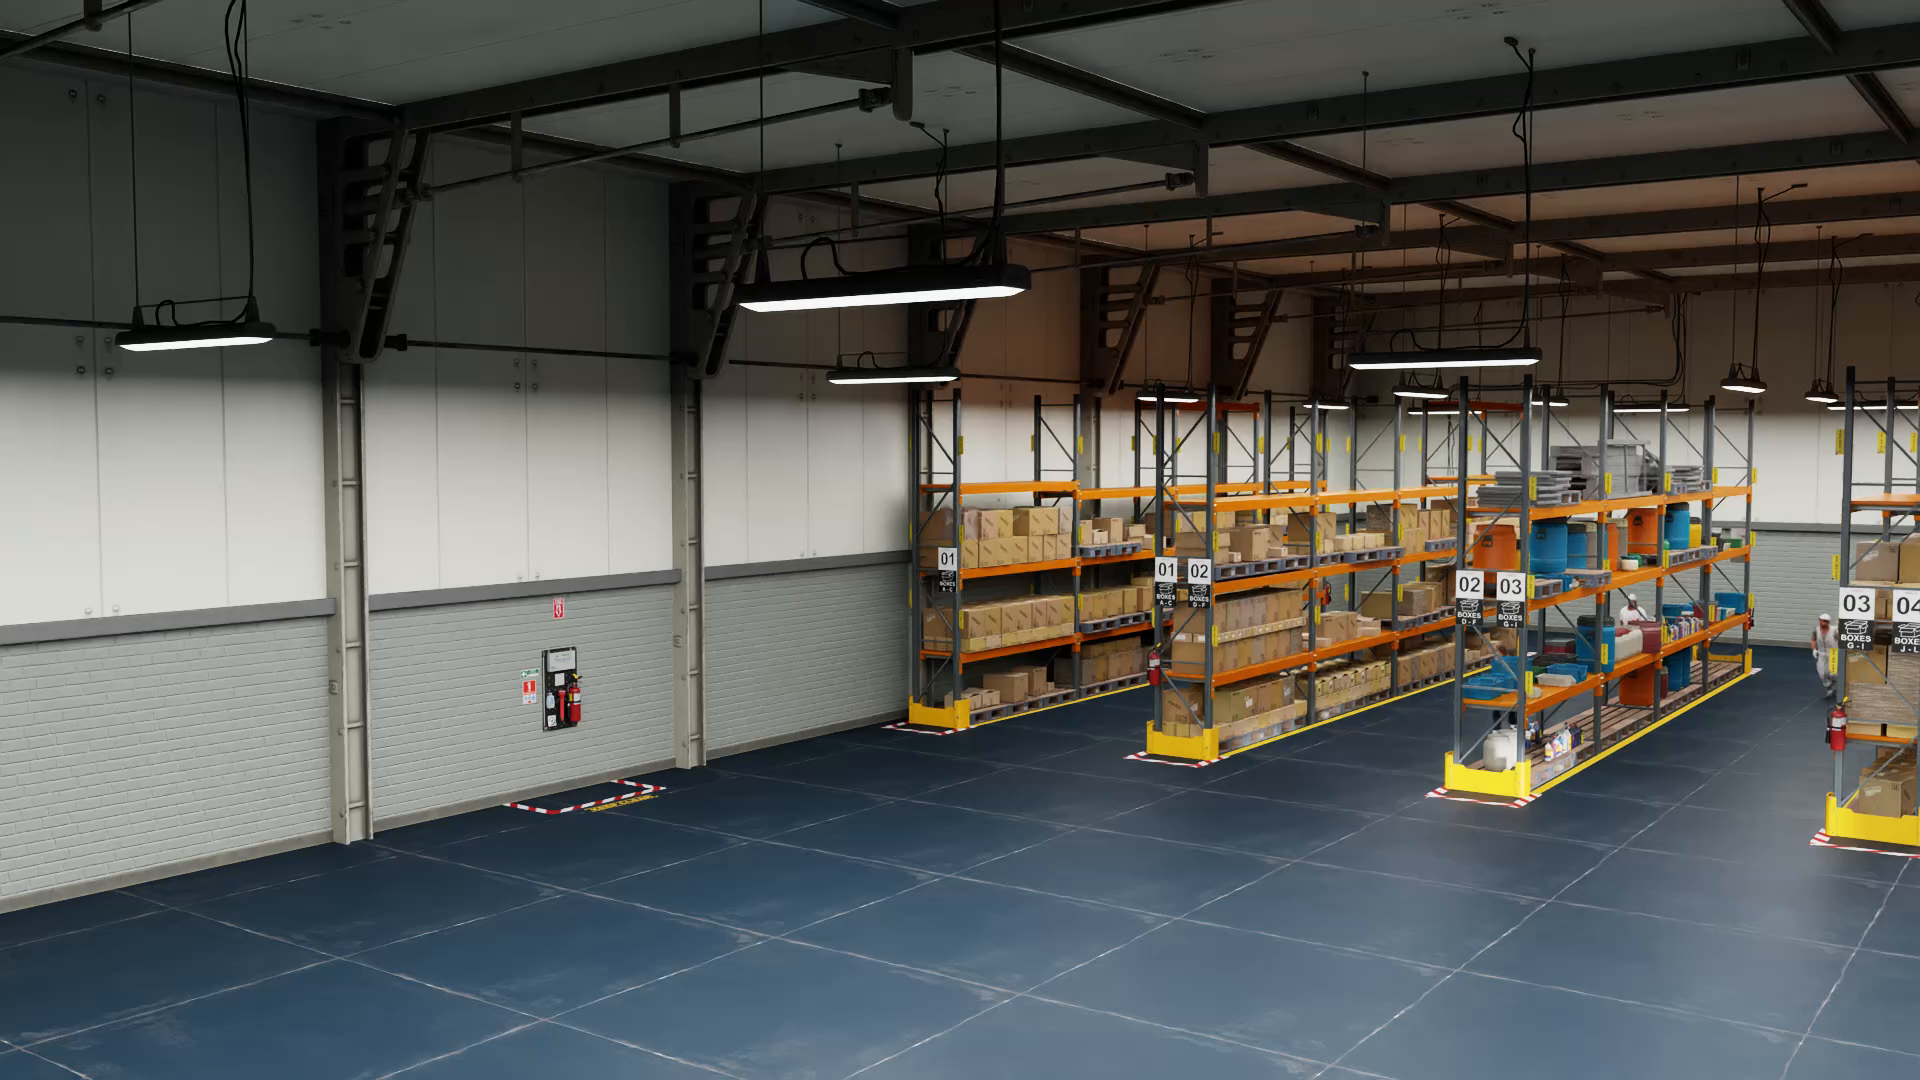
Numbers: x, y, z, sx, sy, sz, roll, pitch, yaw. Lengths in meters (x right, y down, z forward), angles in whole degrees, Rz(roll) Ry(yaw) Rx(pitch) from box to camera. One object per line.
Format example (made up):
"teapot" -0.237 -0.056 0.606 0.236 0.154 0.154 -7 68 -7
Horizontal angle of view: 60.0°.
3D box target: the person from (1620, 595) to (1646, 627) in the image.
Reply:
"person" 14.766 2.051 36.535 0.580 1.710 1.081 2 4 33

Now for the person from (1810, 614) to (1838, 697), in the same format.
"person" 17.220 2.288 32.957 0.696 1.684 0.645 3 4 43

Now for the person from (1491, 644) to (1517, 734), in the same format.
"person" 9.395 2.579 28.673 0.518 1.594 0.728 3 4 43
